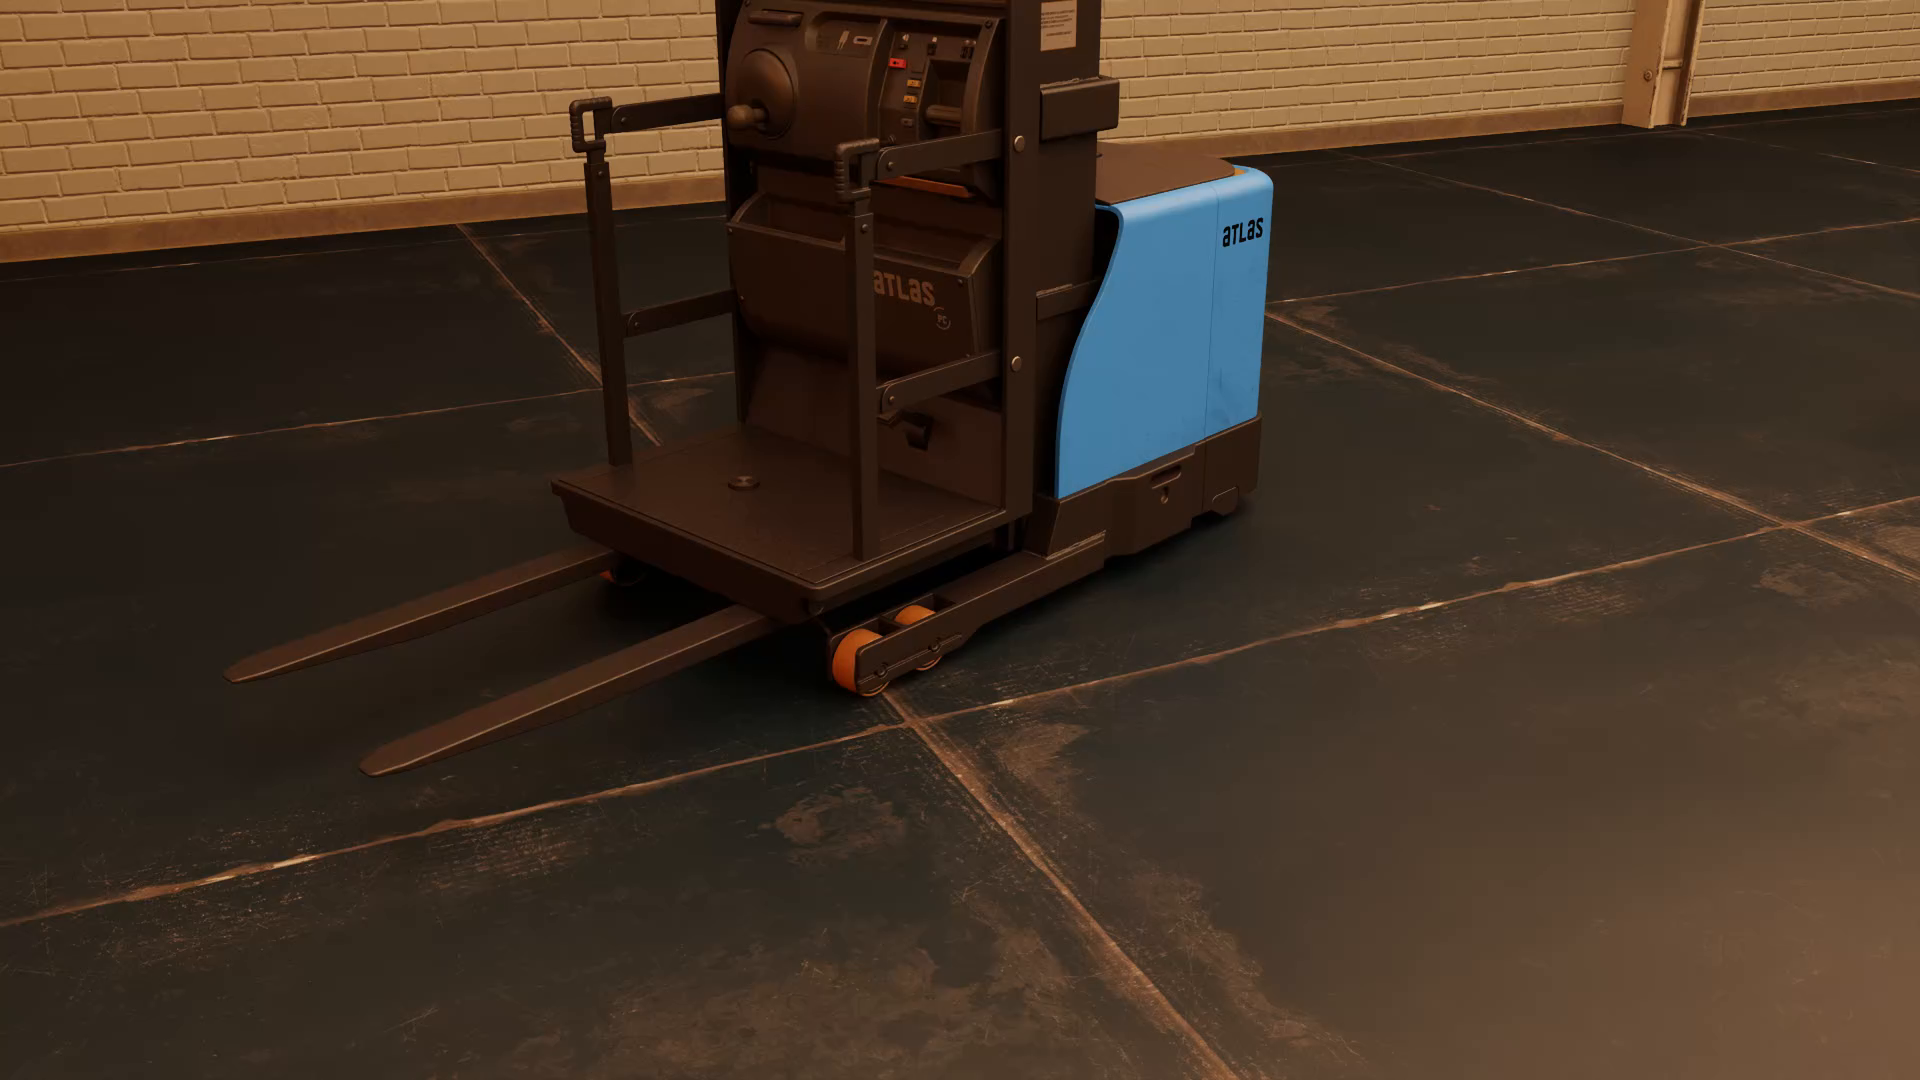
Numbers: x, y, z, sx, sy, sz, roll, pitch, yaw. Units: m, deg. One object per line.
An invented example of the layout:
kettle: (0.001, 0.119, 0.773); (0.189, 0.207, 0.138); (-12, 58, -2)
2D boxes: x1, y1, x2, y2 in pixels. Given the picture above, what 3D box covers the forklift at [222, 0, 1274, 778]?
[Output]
forklift: (-0.413, -1.182, 4.131); (1.130, 2.935, 3.031); (19, 29, 39)
